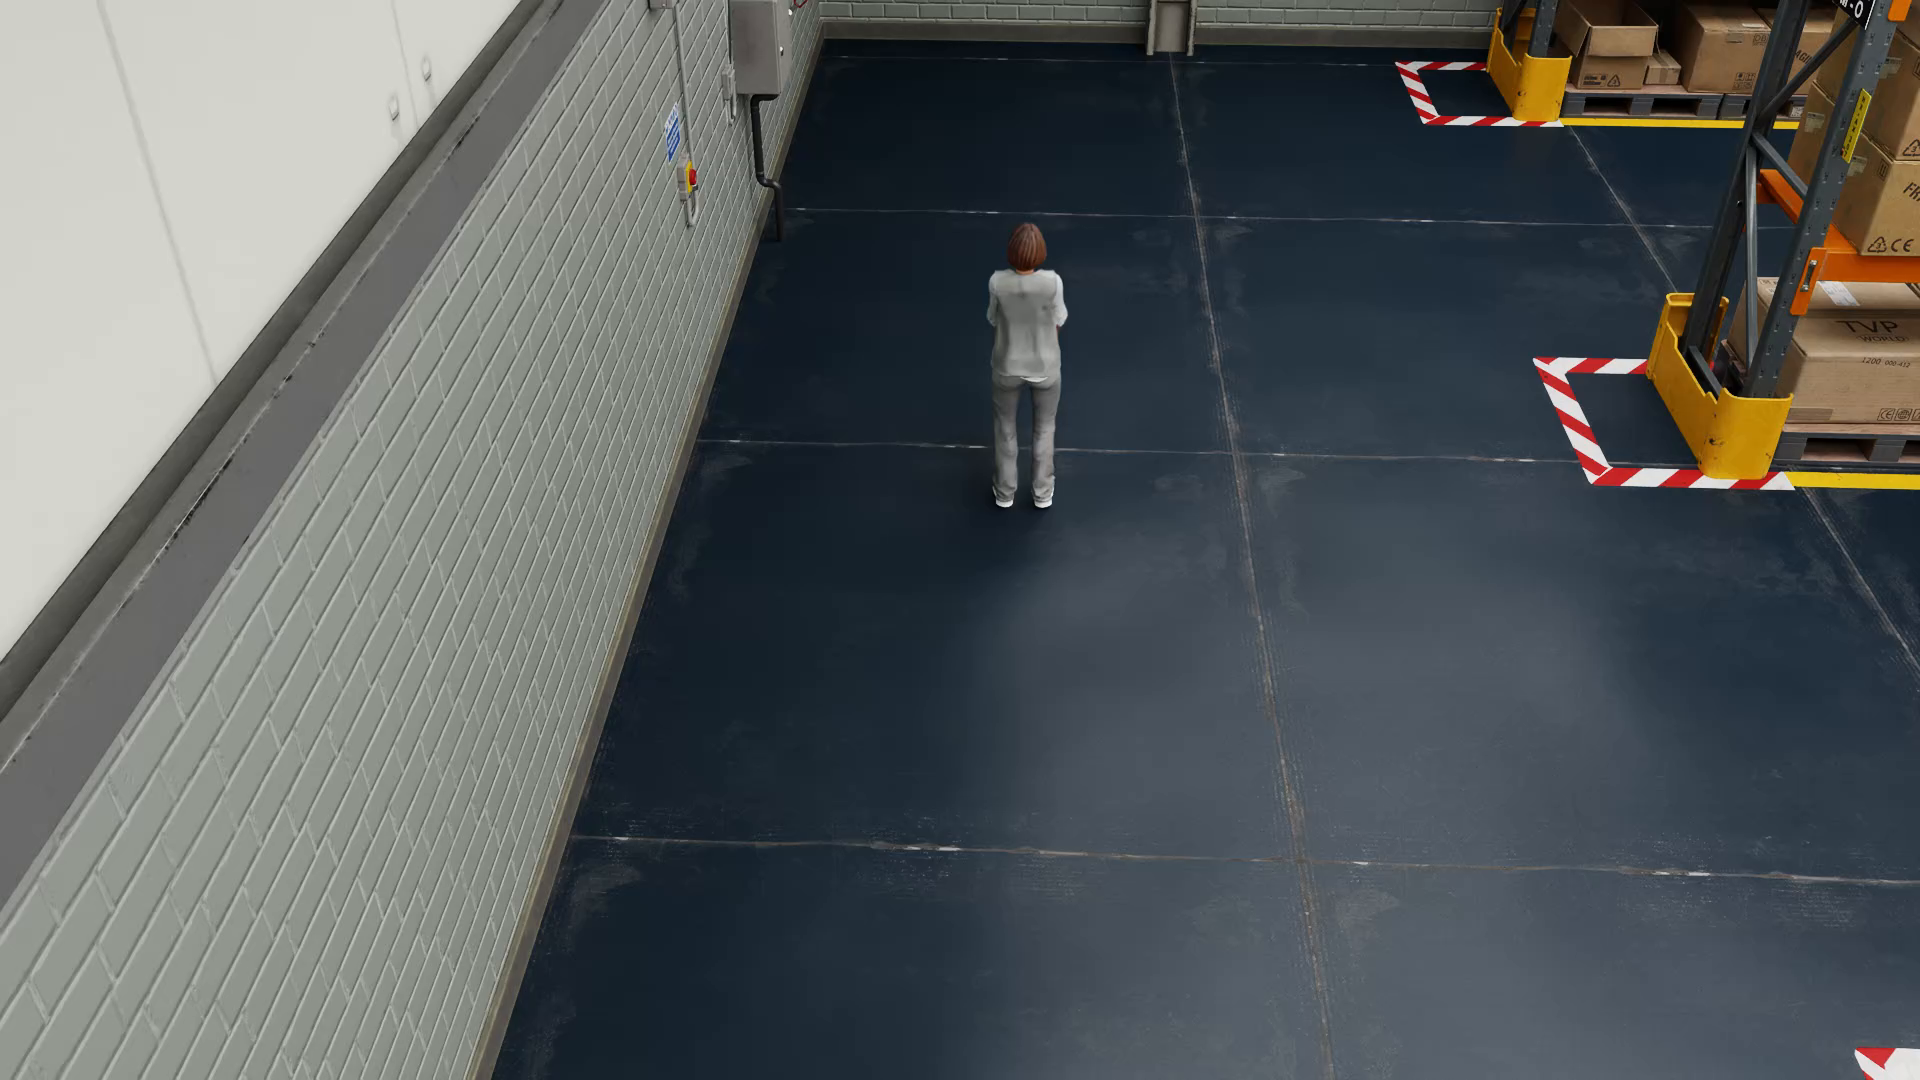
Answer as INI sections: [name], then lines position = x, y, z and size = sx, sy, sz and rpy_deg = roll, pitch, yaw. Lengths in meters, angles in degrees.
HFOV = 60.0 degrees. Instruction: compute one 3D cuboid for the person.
[person]
position = 0.331, -0.909, 8.369
size = 0.401, 1.596, 0.495
rpy_deg = 2, 36, 2
